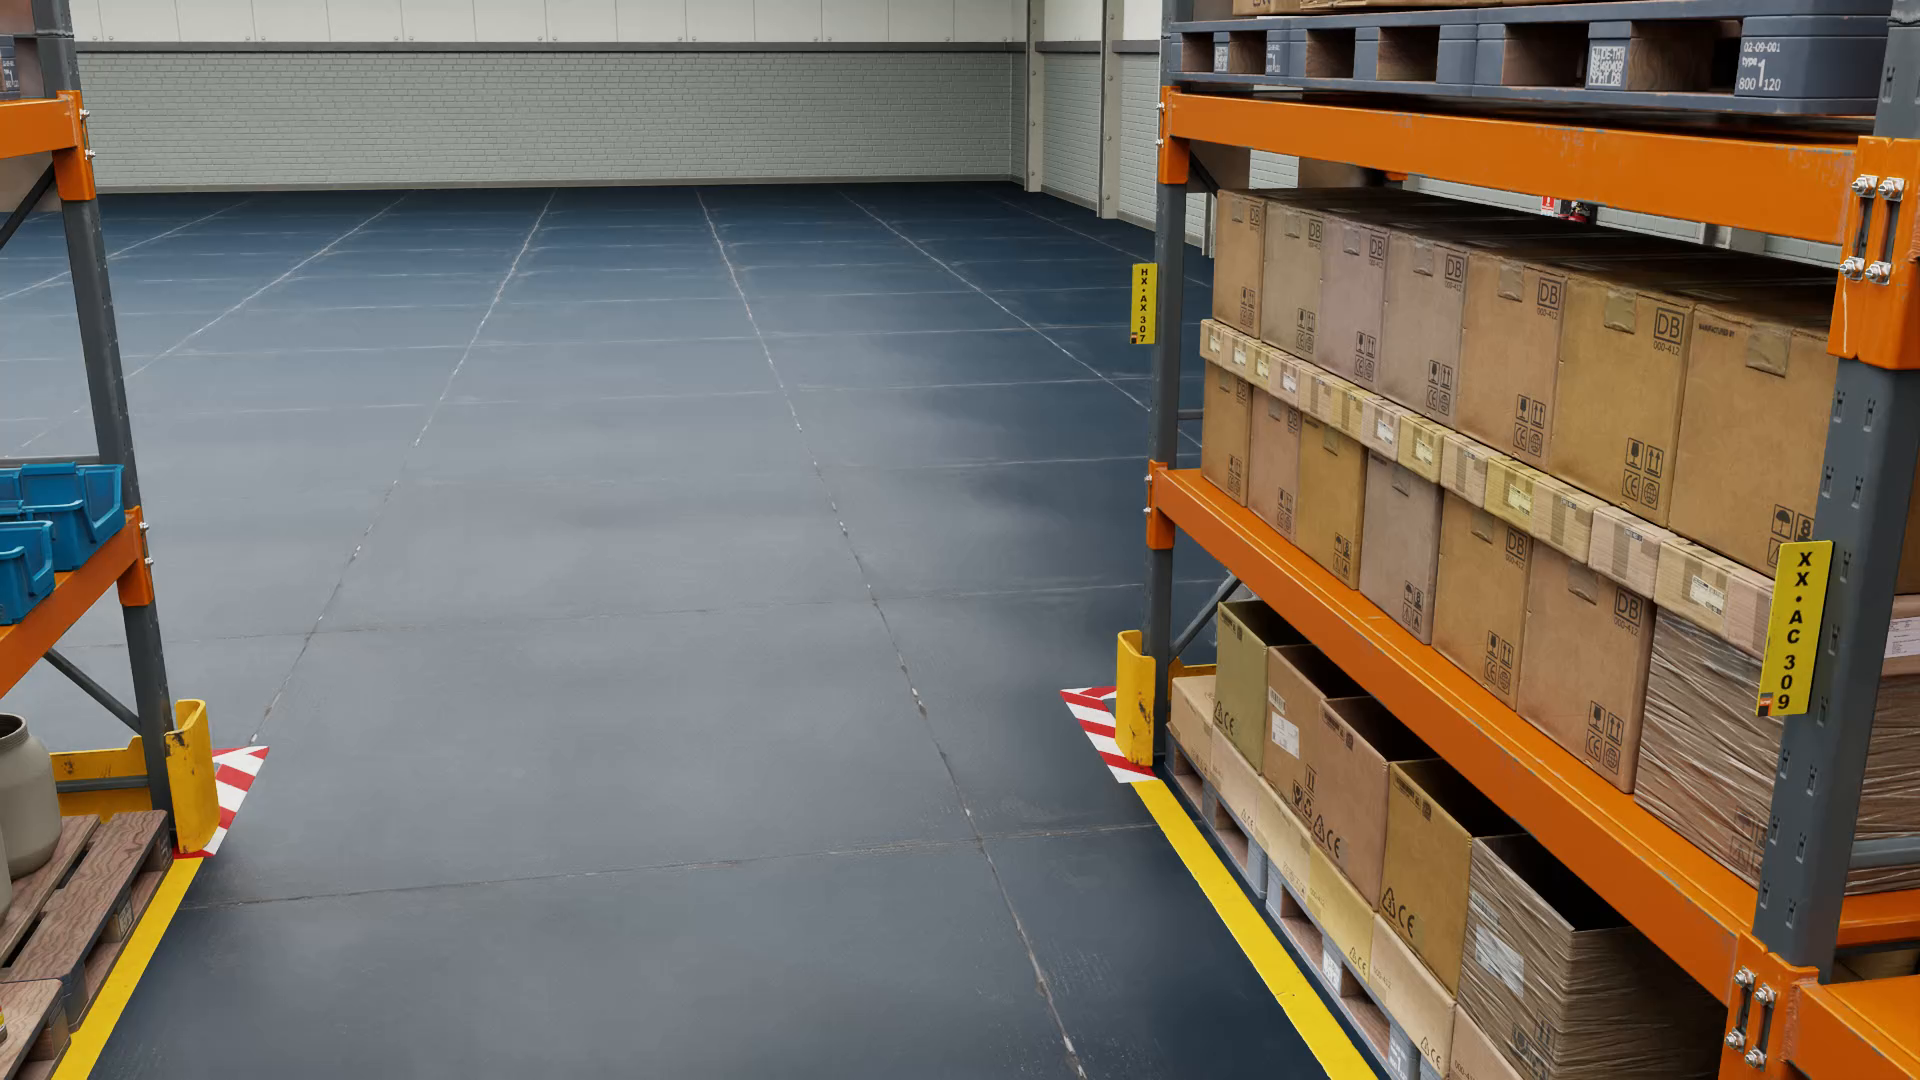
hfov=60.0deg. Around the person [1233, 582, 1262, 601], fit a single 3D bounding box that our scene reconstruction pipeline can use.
[{"bbox_3d":[1.500,-0.160,8.256,0.522,1.576,0.516,-1,16,-2],"label":"person"}]
